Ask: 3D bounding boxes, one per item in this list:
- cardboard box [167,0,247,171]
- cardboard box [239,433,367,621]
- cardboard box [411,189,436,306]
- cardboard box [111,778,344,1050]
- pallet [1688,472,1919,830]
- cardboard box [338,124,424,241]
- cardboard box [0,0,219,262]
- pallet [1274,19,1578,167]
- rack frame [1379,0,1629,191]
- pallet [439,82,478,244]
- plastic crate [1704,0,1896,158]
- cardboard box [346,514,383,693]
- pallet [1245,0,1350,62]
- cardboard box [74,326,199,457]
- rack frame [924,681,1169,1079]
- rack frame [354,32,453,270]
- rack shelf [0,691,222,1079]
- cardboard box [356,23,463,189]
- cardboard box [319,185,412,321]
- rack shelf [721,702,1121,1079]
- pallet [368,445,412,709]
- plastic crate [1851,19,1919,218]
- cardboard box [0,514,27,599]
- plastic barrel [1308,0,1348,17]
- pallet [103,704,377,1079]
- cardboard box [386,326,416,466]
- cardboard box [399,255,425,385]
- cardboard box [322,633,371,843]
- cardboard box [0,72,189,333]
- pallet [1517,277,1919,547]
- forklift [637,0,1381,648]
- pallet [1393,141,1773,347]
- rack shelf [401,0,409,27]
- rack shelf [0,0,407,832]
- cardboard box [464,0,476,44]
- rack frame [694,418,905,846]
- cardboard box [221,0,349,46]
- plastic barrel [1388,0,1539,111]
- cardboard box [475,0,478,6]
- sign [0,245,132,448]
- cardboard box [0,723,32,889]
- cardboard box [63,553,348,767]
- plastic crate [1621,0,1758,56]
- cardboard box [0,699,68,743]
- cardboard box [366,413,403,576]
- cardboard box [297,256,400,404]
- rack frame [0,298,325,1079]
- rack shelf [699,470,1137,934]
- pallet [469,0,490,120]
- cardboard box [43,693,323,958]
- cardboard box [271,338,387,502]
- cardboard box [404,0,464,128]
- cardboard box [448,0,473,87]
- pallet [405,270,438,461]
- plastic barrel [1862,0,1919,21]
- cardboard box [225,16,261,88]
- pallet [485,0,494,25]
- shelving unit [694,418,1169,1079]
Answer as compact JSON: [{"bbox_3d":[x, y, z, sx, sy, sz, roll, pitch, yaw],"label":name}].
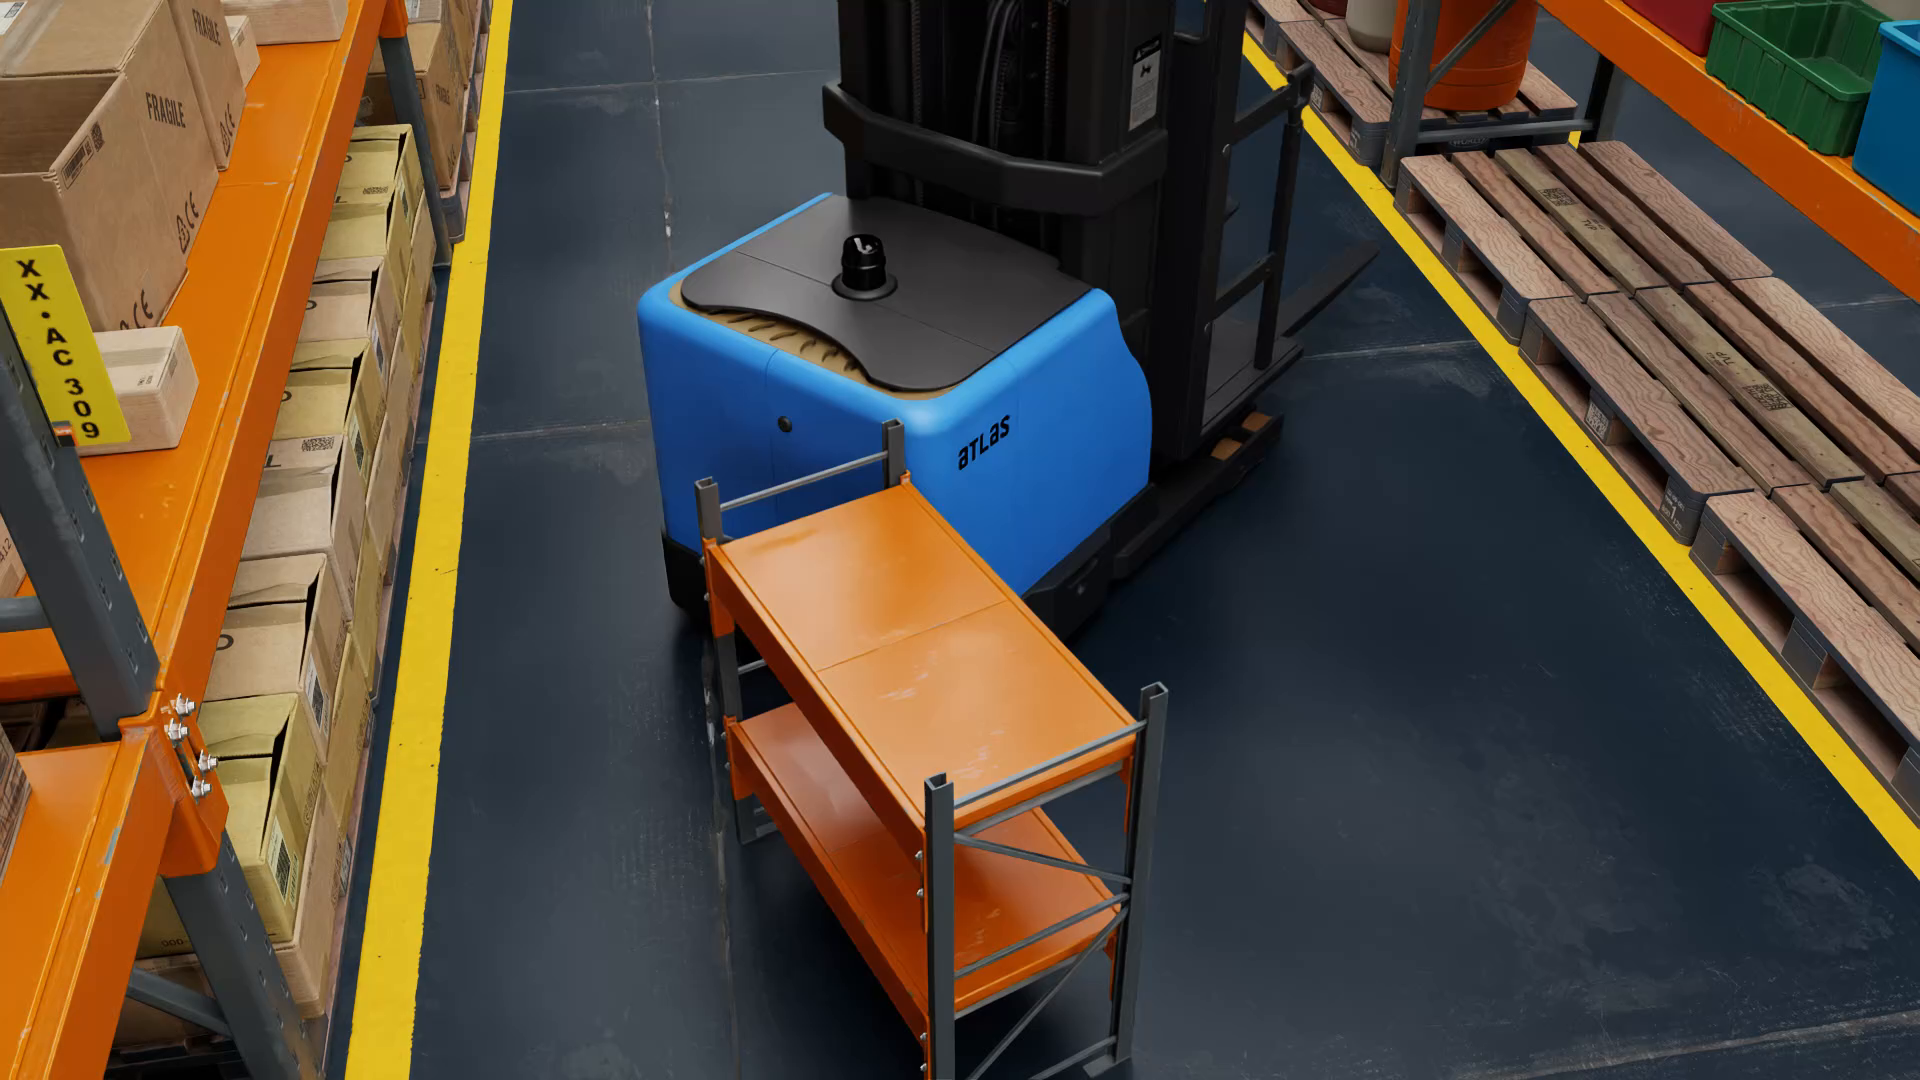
[{"bbox_3d":[-2.228,-1.283,4.375,0.500,0.500,0.500,-8,39,-10],"label":"cardboard box"},{"bbox_3d":[-1.838,-0.032,4.288,0.500,0.311,0.500,-7,38,-9],"label":"cardboard box"},{"bbox_3d":[-2.206,-1.043,6.047,0.500,0.250,0.500,-5,38,-7],"label":"cardboard box"},{"bbox_3d":[-1.664,0.811,3.660,0.500,0.250,0.500,-7,38,-9],"label":"cardboard box"},{"bbox_3d":[2.865,0.262,4.741,1.003,0.211,1.213,-6,38,-8],"label":"pallet"},{"bbox_3d":[-2.204,-1.267,5.877,0.500,0.311,0.500,-5,38,-7],"label":"cardboard box"},{"bbox_3d":[-2.135,-0.965,3.965,0.500,0.500,0.500,-6,38,-8],"label":"cardboard box"},{"bbox_3d":[2.160,-2.156,7.853,1.003,0.211,1.213,-6,38,-8],"label":"pallet"},{"bbox_3d":[2.339,-2.785,6.390,1.000,3.000,0.127,-6,38,-8],"label":"rack frame"},{"bbox_3d":[-2.632,-1.609,7.149,1.003,0.211,1.213,-6,38,-8],"label":"pallet"},{"bbox_3d":[2.457,-1.307,4.660,0.450,0.188,0.662,-6,38,-8],"label":"plastic crate"},{"bbox_3d":[-1.845,0.189,4.460,0.500,0.250,0.500,-7,38,-9],"label":"cardboard box"},{"bbox_3d":[1.950,-2.891,8.800,1.003,0.211,1.213,-6,38,-8],"label":"pallet"},{"bbox_3d":[-1.791,-0.297,3.392,0.380,0.149,0.250,-6,38,-8],"label":"cardboard box"},{"bbox_3d":[0.161,0.790,3.316,0.500,1.125,0.032,-20,42,-23],"label":"rack frame"},{"bbox_3d":[-2.538,-2.255,5.708,1.000,3.000,0.127,-6,38,-8],"label":"rack frame"},{"bbox_3d":[-1.486,1.653,1.263,1.077,0.370,4.000,-6,38,-8],"label":"rack shelf"},{"bbox_3d":[-2.336,-1.747,6.733,0.500,0.500,0.500,-5,38,-6],"label":"cardboard box"},{"bbox_3d":[-2.106,-0.953,5.474,0.500,0.311,0.500,-7,38,-9],"label":"cardboard box"},{"bbox_3d":[-0.094,0.714,3.813,0.538,0.278,1.000,-20,42,-23],"label":"rack shelf"},{"bbox_3d":[-2.222,0.083,4.971,1.003,0.211,1.213,-6,38,-8],"label":"pallet"},{"bbox_3d":[2.541,-0.996,4.100,0.392,0.384,0.575,-6,38,-8],"label":"plastic crate"},{"bbox_3d":[-1.966,-0.072,3.020,0.500,0.250,0.500,-4,38,-5],"label":"cardboard box"},{"bbox_3d":[2.039,-2.975,8.257,0.600,0.588,0.708,-6,38,-8],"label":"plastic barrel"},{"bbox_3d":[-2.004,0.821,4.021,1.003,0.211,1.213,-6,38,-8],"label":"pallet"},{"bbox_3d":[-2.027,-0.428,5.255,0.500,0.250,0.500,-5,38,-7],"label":"cardboard box"},{"bbox_3d":[-2.112,-0.732,5.647,0.500,0.250,0.500,-7,38,-8],"label":"cardboard box"},{"bbox_3d":[-1.752,0.502,4.058,0.500,0.250,0.500,-5,38,-7],"label":"cardboard box"},{"bbox_3d":[-2.048,-0.662,3.576,0.500,0.500,0.500,-4,38,-5],"label":"cardboard box"},{"bbox_3d":[2.647,-0.477,5.692,1.003,0.211,1.213,-6,38,-8],"label":"pallet"},{"bbox_3d":[0.426,-1.489,4.778,1.130,2.935,3.031,25,44,28],"label":"forklift"},{"bbox_3d":[2.437,-1.212,6.638,1.003,0.211,1.213,-6,38,-8],"label":"pallet"},{"bbox_3d":[-2.889,-3.179,7.483,1.077,0.370,4.000,-6,38,-8],"label":"rack shelf"},{"bbox_3d":[-2.187,-0.763,4.373,1.077,0.370,4.000,-6,38,-8],"label":"rack shelf"},{"bbox_3d":[-2.613,-2.681,7.935,0.500,0.500,0.500,-7,38,-9],"label":"cardboard box"},{"bbox_3d":[-0.349,0.251,4.010,0.500,1.125,0.032,-20,42,-23],"label":"rack frame"},{"bbox_3d":[-2.108,-1.642,5.124,0.380,0.149,0.250,-6,38,-8],"label":"cardboard box"},{"bbox_3d":[2.237,-2.388,7.305,0.600,0.830,0.708,-6,38,-8],"label":"plastic barrel"},{"bbox_3d":[-2.705,-2.988,8.330,0.500,0.500,0.500,-6,38,-7],"label":"cardboard box"},{"bbox_3d":[-1.291,-0.273,2.386,0.100,0.325,0.005,-6,38,-8],"label":"sign"},{"bbox_3d":[-1.753,0.389,2.223,0.700,0.500,0.500,-7,38,-9],"label":"cardboard box"},{"bbox_3d":[-1.747,0.280,3.886,0.500,0.311,0.500,-7,38,-8],"label":"cardboard box"},{"bbox_3d":[2.321,-1.802,5.072,0.402,0.464,0.583,-6,38,-8],"label":"plastic crate"},{"bbox_3d":[-2.287,0.332,3.819,0.500,0.311,0.500,-5,38,-7],"label":"cardboard box"},{"bbox_3d":[-1.934,-0.118,4.856,0.500,0.250,0.500,-6,38,-7],"label":"cardboard box"},{"bbox_3d":[-2.020,-0.648,5.081,0.500,0.311,0.500,-6,38,-8],"label":"cardboard box"},{"bbox_3d":[-1.840,0.161,2.597,0.949,2.616,0.053,-6,38,-8],"label":"rack frame"},{"bbox_3d":[-0.094,0.290,3.483,0.538,0.278,1.000,-20,42,-23],"label":"rack shelf"},{"bbox_3d":[-2.842,-2.344,8.095,1.003,0.211,1.213,-6,38,-8],"label":"pallet"},{"bbox_3d":[-1.664,0.583,3.496,0.500,0.311,0.500,-6,38,-8],"label":"cardboard box"},{"bbox_3d":[-1.935,-0.345,4.691,0.500,0.311,0.500,-5,38,-7],"label":"cardboard box"},{"bbox_3d":[-2.434,-2.063,7.139,0.500,0.500,0.500,-8,38,-10],"label":"cardboard box"},{"bbox_3d":[-2.517,-2.366,7.530,0.500,0.500,0.500,-7,38,-9],"label":"cardboard box"},{"bbox_3d":[-2.432,-0.652,5.918,1.003,0.211,1.213,-6,38,-8],"label":"pallet"},{"bbox_3d":[2.884,-1.729,4.920,0.433,0.535,0.433,0,38,0],"label":"plastic barrel"},{"bbox_3d":[-2.259,-1.392,4.801,0.380,0.149,0.250,-4,38,-5],"label":"cardboard box"},{"bbox_3d":[-3.059,-3.082,9.046,1.003,0.211,1.213,-6,38,-8],"label":"pallet"},{"bbox_3d":[-0.094,0.521,3.663,0.538,1.125,1.048,-20,42,-23],"label":"shelving unit"}]
